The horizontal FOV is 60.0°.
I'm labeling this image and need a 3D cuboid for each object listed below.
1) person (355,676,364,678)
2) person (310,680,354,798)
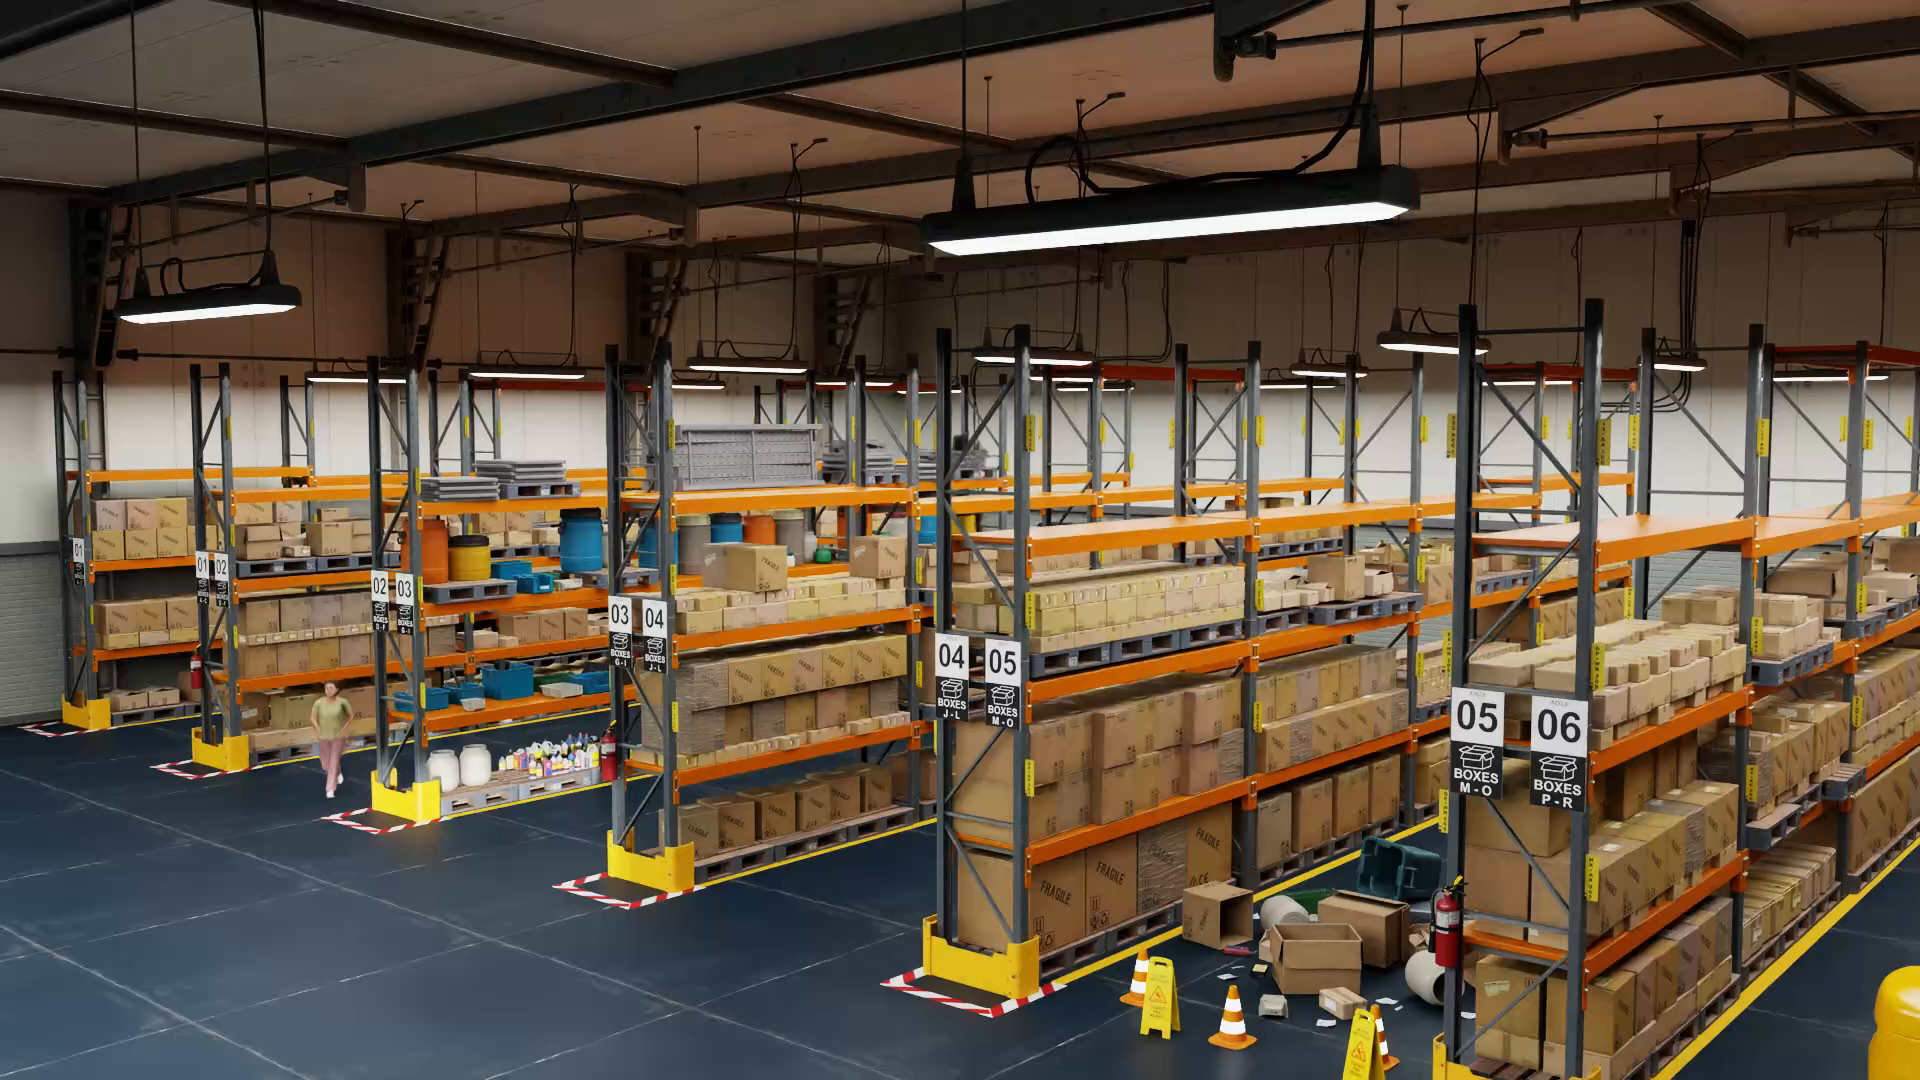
[{"bbox_3d":[-10.541,2.193,29.286,0.700,1.758,1.057,1,4,19],"label":"person"},{"bbox_3d":[-8.658,2.710,22.959,0.567,1.616,0.606,-1,4,-9],"label":"person"}]
